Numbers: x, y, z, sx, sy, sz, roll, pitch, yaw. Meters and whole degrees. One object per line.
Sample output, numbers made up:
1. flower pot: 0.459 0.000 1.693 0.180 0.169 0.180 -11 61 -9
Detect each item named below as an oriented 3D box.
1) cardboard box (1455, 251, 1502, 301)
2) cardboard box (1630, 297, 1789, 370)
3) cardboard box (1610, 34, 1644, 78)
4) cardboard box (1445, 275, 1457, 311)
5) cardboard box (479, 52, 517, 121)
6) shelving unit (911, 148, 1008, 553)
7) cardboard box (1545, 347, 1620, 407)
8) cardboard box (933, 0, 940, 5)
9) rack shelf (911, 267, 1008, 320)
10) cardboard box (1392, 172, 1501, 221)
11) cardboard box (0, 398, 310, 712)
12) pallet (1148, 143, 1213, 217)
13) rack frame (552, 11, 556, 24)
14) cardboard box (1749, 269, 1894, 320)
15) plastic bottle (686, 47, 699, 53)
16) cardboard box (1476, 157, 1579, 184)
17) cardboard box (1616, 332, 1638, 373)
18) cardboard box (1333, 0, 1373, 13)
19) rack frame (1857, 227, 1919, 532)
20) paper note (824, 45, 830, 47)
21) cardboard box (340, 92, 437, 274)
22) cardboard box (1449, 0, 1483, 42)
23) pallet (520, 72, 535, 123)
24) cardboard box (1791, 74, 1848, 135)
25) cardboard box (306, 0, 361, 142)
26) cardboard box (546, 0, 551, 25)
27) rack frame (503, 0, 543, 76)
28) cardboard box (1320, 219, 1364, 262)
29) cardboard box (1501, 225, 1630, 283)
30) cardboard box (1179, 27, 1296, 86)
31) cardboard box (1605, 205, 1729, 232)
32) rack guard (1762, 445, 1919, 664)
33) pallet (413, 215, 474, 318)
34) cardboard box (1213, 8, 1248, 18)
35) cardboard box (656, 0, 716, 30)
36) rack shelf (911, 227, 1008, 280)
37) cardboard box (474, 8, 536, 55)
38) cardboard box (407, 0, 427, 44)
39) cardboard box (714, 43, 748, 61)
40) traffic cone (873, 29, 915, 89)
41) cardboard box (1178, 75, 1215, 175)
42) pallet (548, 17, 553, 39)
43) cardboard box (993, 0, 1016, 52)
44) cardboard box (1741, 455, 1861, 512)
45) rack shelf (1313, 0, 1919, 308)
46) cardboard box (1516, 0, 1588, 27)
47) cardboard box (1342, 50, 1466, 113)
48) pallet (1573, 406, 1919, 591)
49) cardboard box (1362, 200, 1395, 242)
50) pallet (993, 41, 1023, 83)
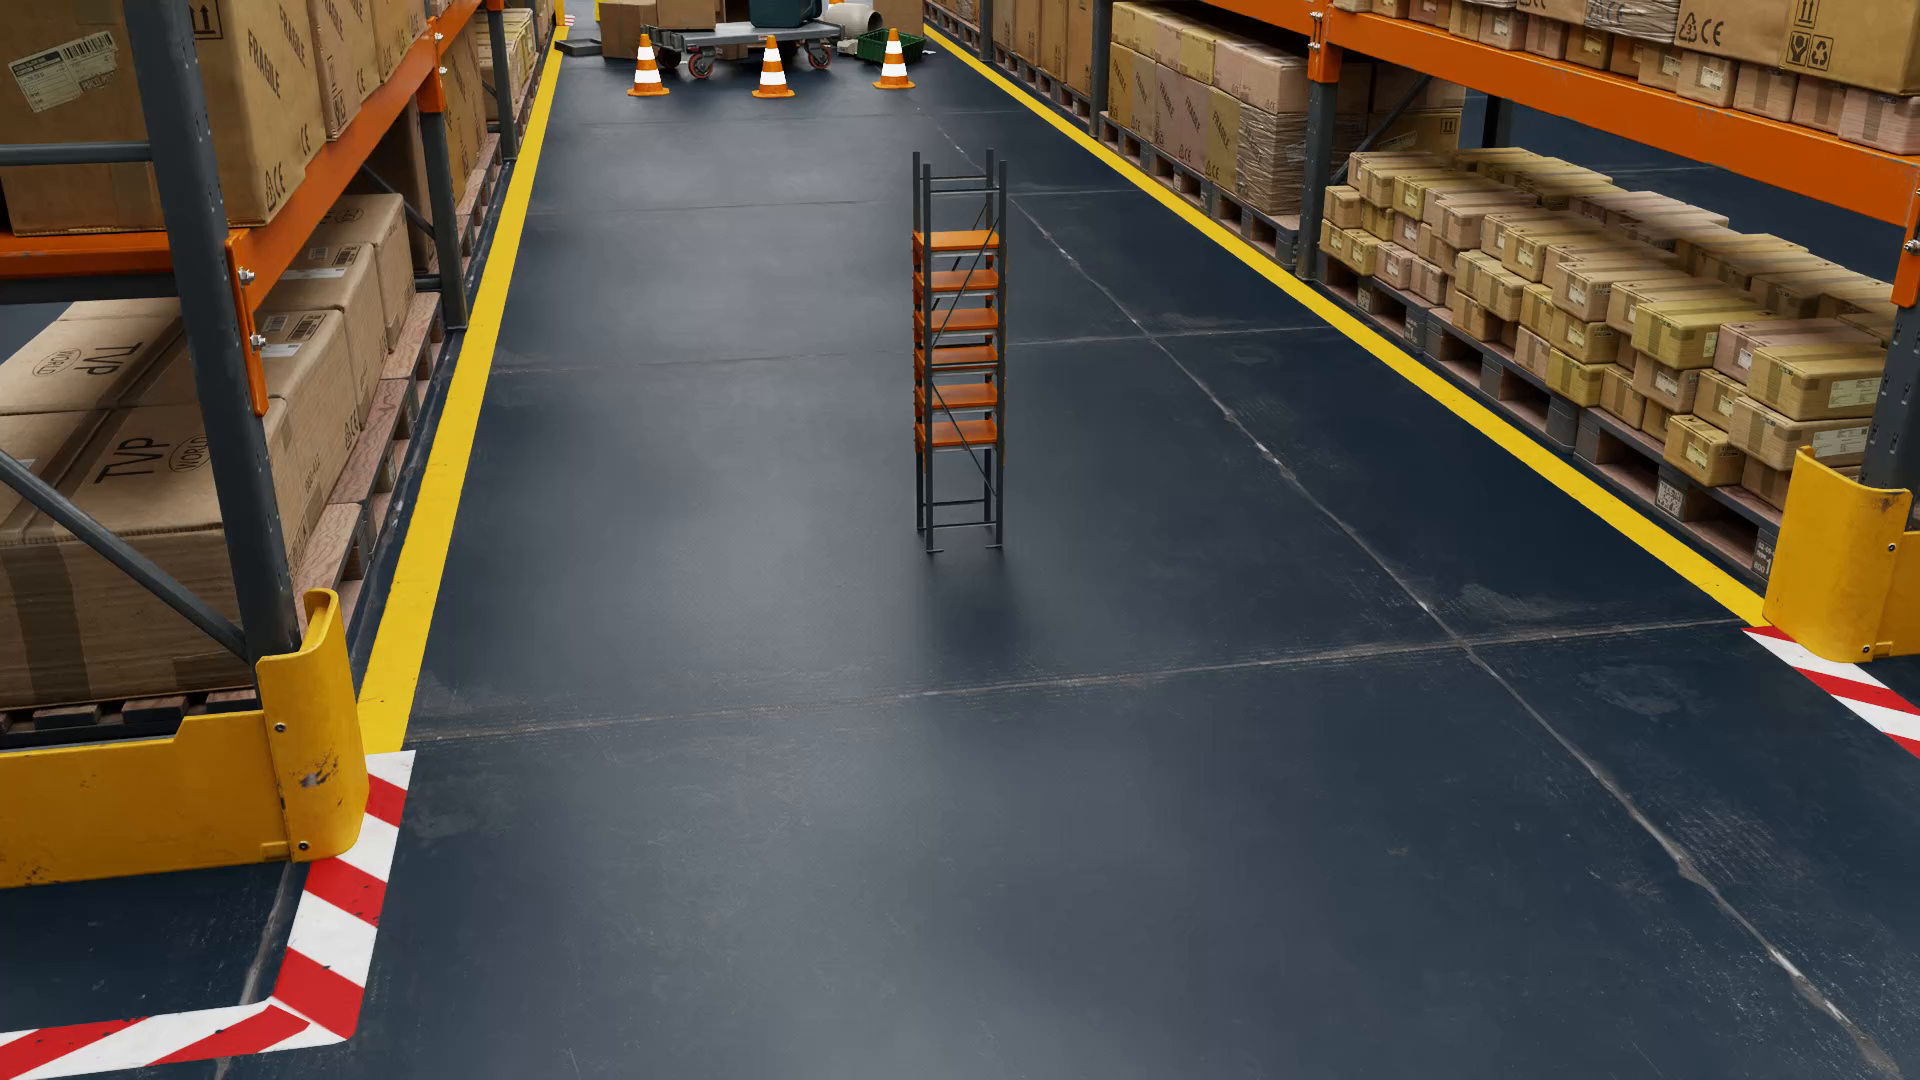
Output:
1. cardboard box: 2.187 -1.041 6.551 0.380 0.149 0.250 -4 24 -10
2. cardboard box: 2.390 -0.661 5.311 0.380 0.149 0.250 -5 24 -11
3. cardboard box: 2.410 -1.623 5.533 0.380 0.149 0.250 -5 24 -12
4. cardboard box: 2.238 -1.012 6.857 0.380 0.149 0.250 -5 24 -12
5. cardboard box: -3.520 -3.070 11.289 0.950 0.372 0.625 -6 24 -13
6. shelving unit: -0.003 -0.556 5.023 0.258 1.200 0.189 -4 24 -10
7. cardboard box: 2.319 -0.591 5.893 0.380 0.149 0.250 -5 24 -12
8. cardboard box: 0.131 -6.368 18.213 0.875 0.875 0.875 -4 24 -9
9. rack shelf: -0.003 -0.735 4.945 0.258 0.103 0.180 -4 24 -10
10. cardboard box: 2.108 -1.490 7.209 0.380 0.149 0.250 -5 24 -10
11. cardboard box: -2.167 0.018 4.138 0.875 0.438 0.875 -5 24 -12
12. pallet: 1.785 -2.200 10.024 1.003 0.211 1.213 -4 24 -10
13. rack frame: -4.905 -7.005 17.542 1.000 3.000 0.127 -4 24 -10
14. cardboard box: 2.919 -0.807 5.644 0.380 0.149 0.250 -5 24 -12
15. plastic bottle: -2.561 -4.732 16.007 0.133 0.061 0.283 0 24 -1
16. cardboard box: 2.568 -1.632 7.532 0.380 0.149 0.250 -4 24 -9
17. cardboard box: 2.475 -0.644 5.643 0.380 0.149 0.250 -5 24 -10
18. cardboard box: 1.891 -2.440 7.404 0.380 0.149 0.250 -3 24 -8
19. rack frame: 2.900 -1.118 4.062 1.000 3.000 0.127 -4 24 -10
20. paper note: -1.369 -4.872 16.378 0.172 0.023 0.155 4 24 9
21. cardboard box: -2.879 -1.742 7.620 0.875 0.875 0.875 -4 24 -8
22. cardboard box: 2.139 -2.032 6.469 0.380 0.149 0.250 -4 24 -9
23. pallet: -3.791 -3.367 12.695 1.003 0.211 1.213 -4 24 -10
24. cardboard box: 2.552 -1.211 4.588 0.380 0.149 0.250 -4 24 -10
25. cardboard box: -1.950 -1.366 4.505 0.500 0.500 0.500 -4 24 -10
26. cardboard box: -4.301 -5.230 16.387 0.500 0.250 0.500 -5 24 -12
27. rack frame: -4.165 -5.432 13.939 1.000 3.000 0.127 -4 24 -10
28. cardboard box: 1.911 -1.410 7.768 0.380 0.149 0.250 -5 24 -12
29. cardboard box: 2.284 -1.082 6.274 0.380 0.149 0.250 -4 24 -9
30. cardboard box: 1.580 -2.766 9.497 0.500 0.250 0.500 -5 24 -12
31. cardboard box: 2.795 -1.222 6.593 0.380 0.149 0.250 -5 24 -12
32. rack guard: 2.885 -0.002 4.630 1.175 0.500 0.348 -4 24 -10
33. pallet: -2.903 -1.305 7.975 1.003 0.211 1.213 -4 24 -10
34. cardboard box: 1.908 -3.208 10.508 0.500 0.250 0.500 -4 24 -9
35. cardboard box: -2.422 -4.777 14.617 0.500 0.500 0.500 -4 24 -10
36. rack shelf: -0.003 -0.845 4.897 0.258 0.103 0.180 -4 24 -10
37. cardboard box: -4.066 -4.214 13.909 0.950 0.372 0.625 -4 24 -9
38. cardboard box: -2.349 -2.167 6.340 0.500 0.500 0.500 -4 24 -9
39. cardboard box: -2.207 -4.658 15.584 0.396 0.266 0.258 18 29 36
40. traffic cone: -0.555 -4.036 13.913 0.336 0.463 0.334 -4 24 -10
41. cardboard box: 1.590 -2.414 9.629 0.500 0.500 0.500 -5 24 -11
42. pallet: -4.776 -5.375 17.294 1.003 0.211 1.213 -4 24 -10
43. cardboard box: 0.884 -4.762 14.691 1.050 0.750 0.750 -4 24 -10
44. cardboard box: 2.597 -0.195 4.987 0.380 0.149 0.250 -4 24 -9
45. rack shelf: 2.530 -1.575 6.007 1.077 0.370 4.000 -4 24 -10
46. cardboard box: 2.288 -2.056 5.714 0.500 0.500 0.500 -3 24 -7
47. cardboard box: 2.283 -2.392 8.641 0.500 0.250 0.500 -5 24 -12
48. pallet: 2.770 -0.192 5.426 1.003 0.211 1.213 -4 24 -10
49. cardboard box: 2.047 -1.454 7.498 0.380 0.149 0.250 -4 24 -9
50. pallet: 0.897 -4.262 14.745 1.003 0.211 1.213 -4 24 -10
